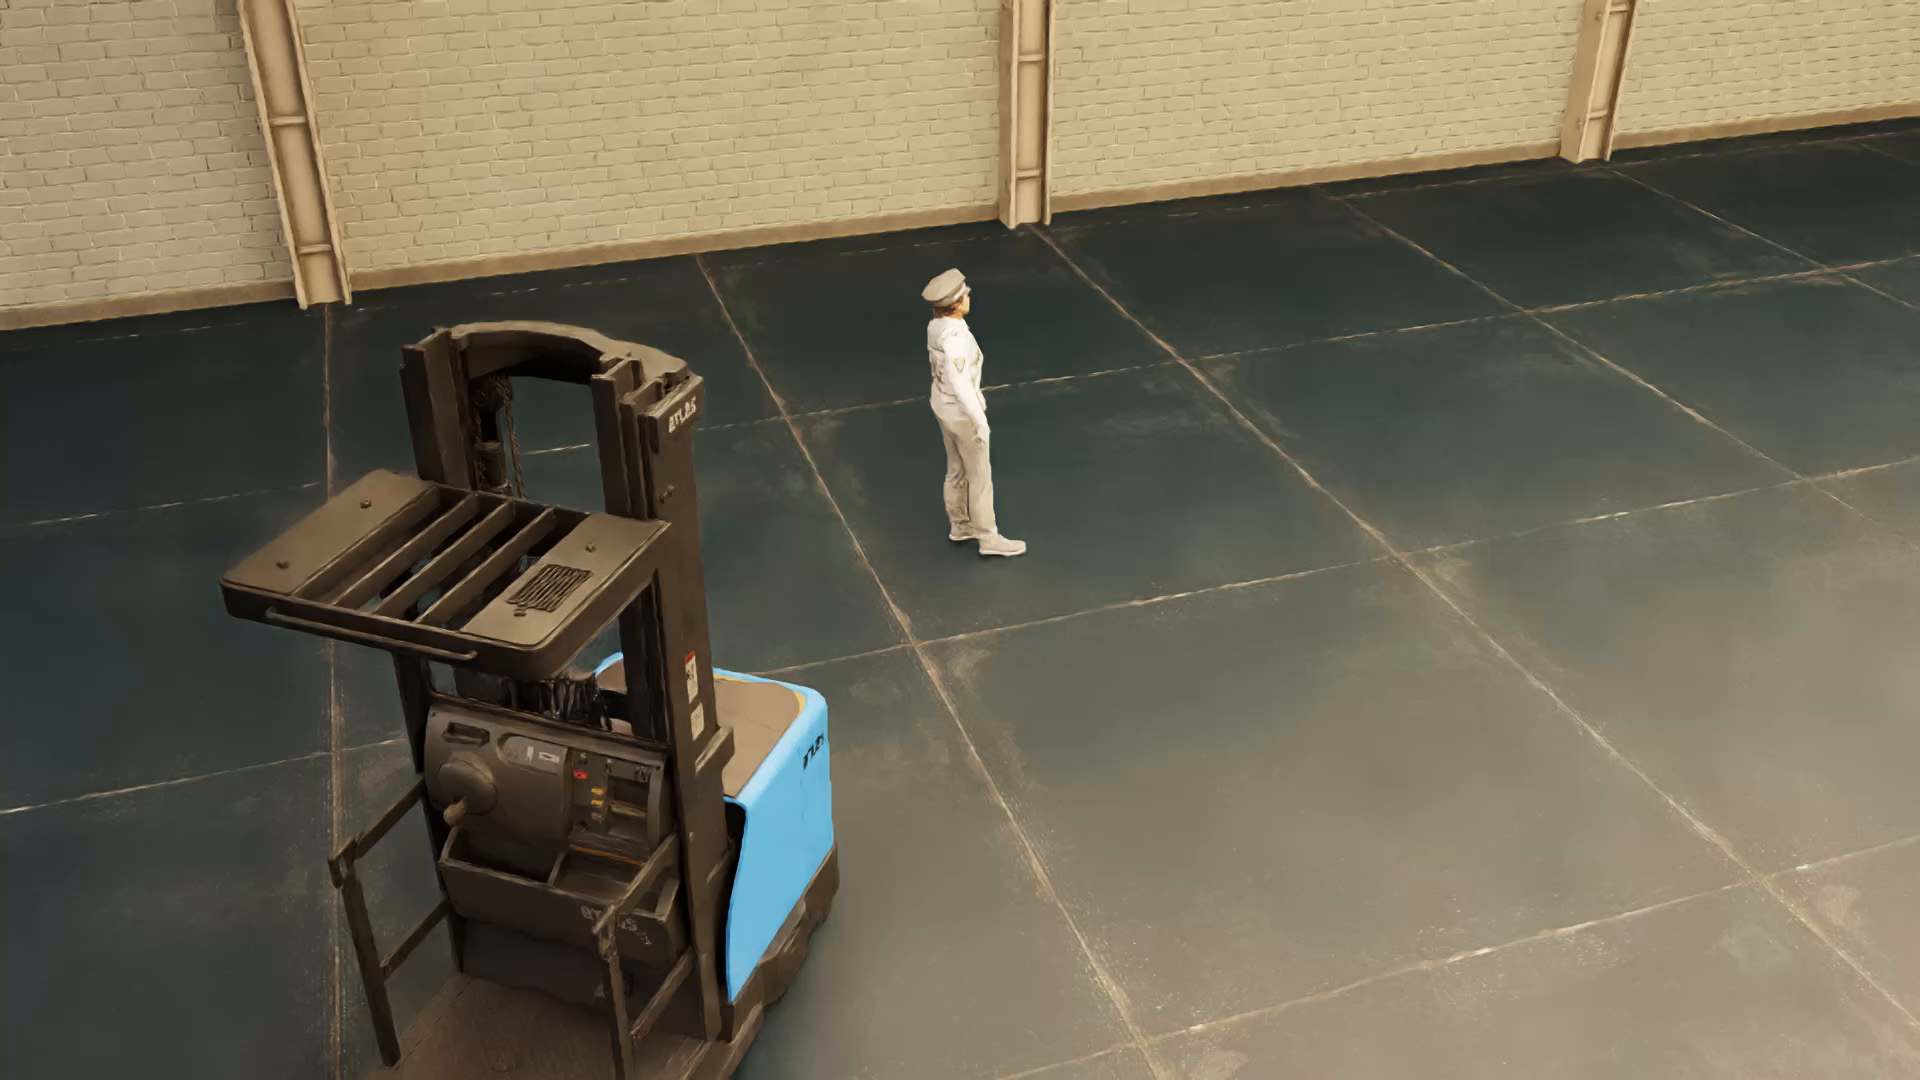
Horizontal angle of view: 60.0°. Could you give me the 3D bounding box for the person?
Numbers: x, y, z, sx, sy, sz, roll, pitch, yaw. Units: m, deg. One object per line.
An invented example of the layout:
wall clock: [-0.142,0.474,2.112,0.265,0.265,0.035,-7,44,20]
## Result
person: [0.066,-0.747,9.613,0.533,1.692,0.586,-10,31,-16]

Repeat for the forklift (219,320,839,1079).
forklift: [-1.503,0.887,5.546,1.130,2.935,3.031,10,31,17]
